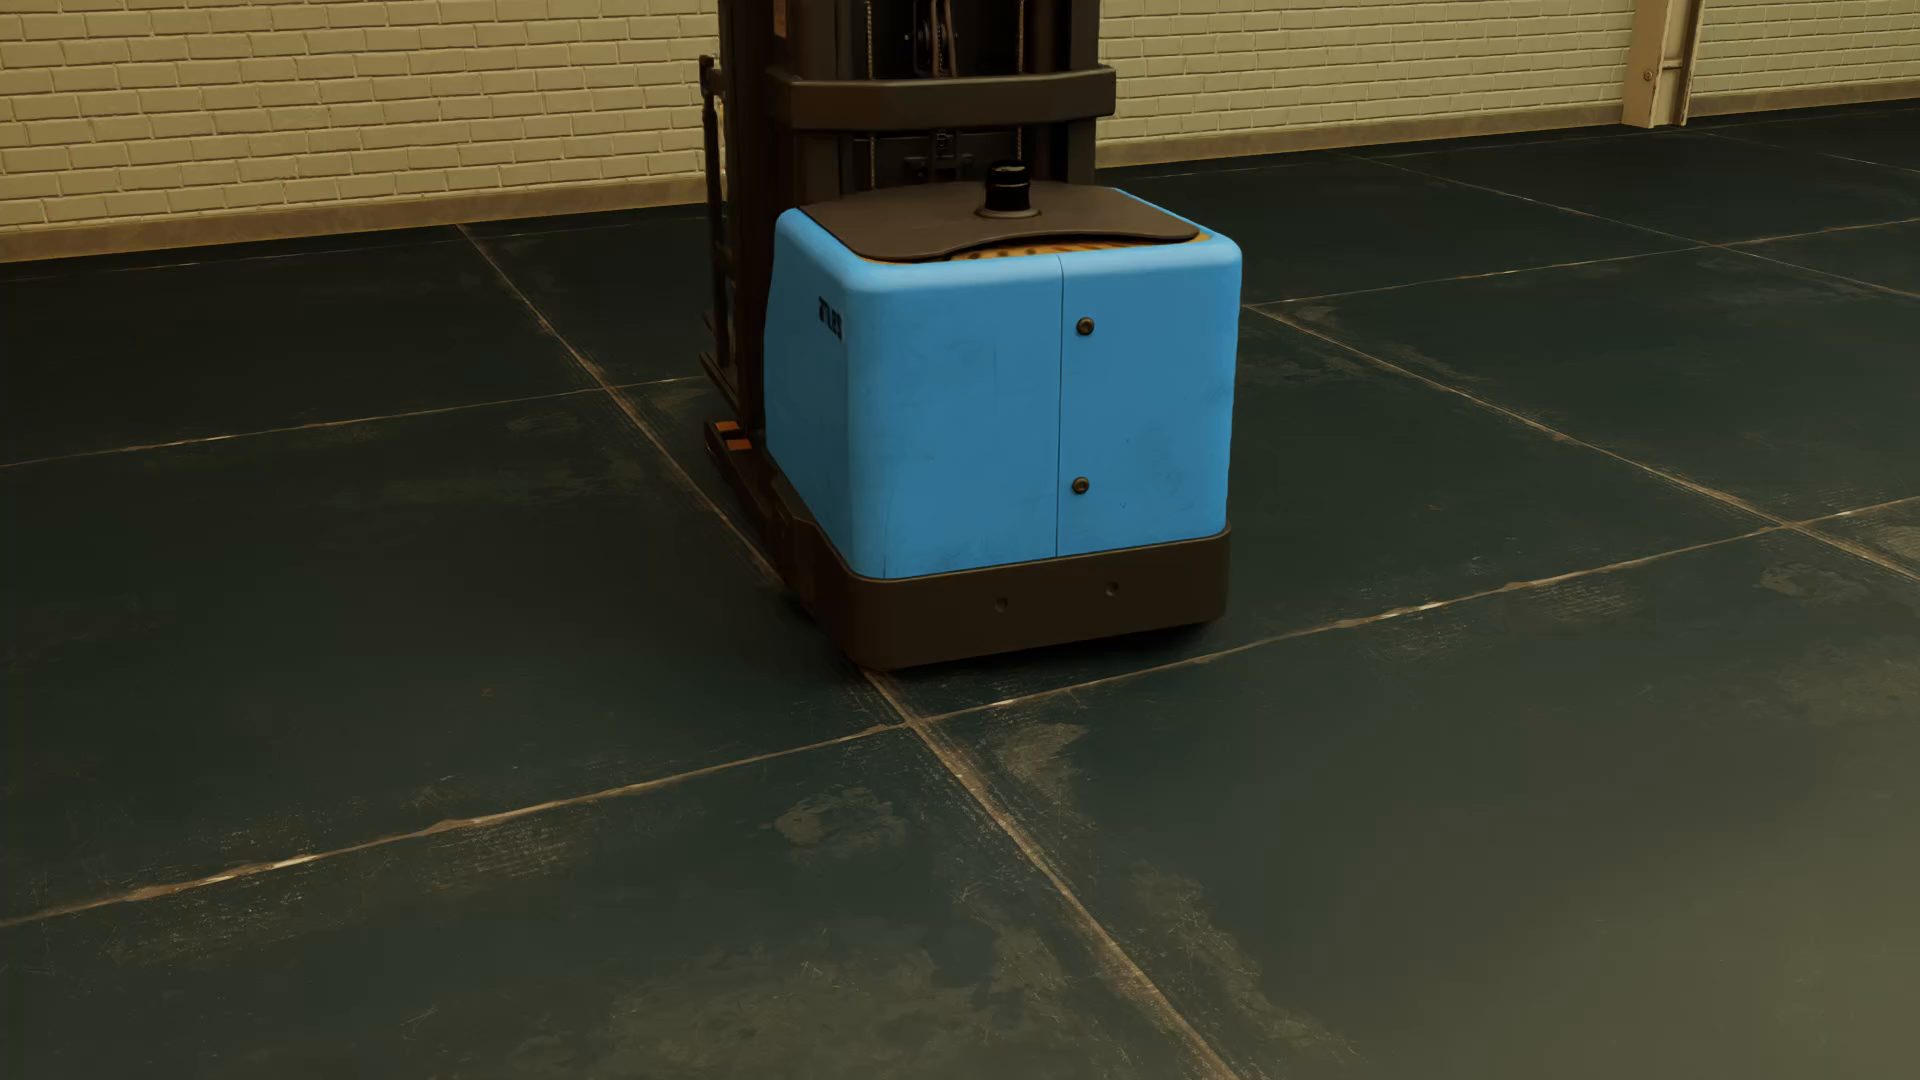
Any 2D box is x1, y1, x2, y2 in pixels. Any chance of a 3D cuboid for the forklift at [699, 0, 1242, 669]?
[{"bbox_3d":[-0.237,-1.568,5.060,1.130,2.935,3.031,-7,24,-17],"label":"forklift"}]
